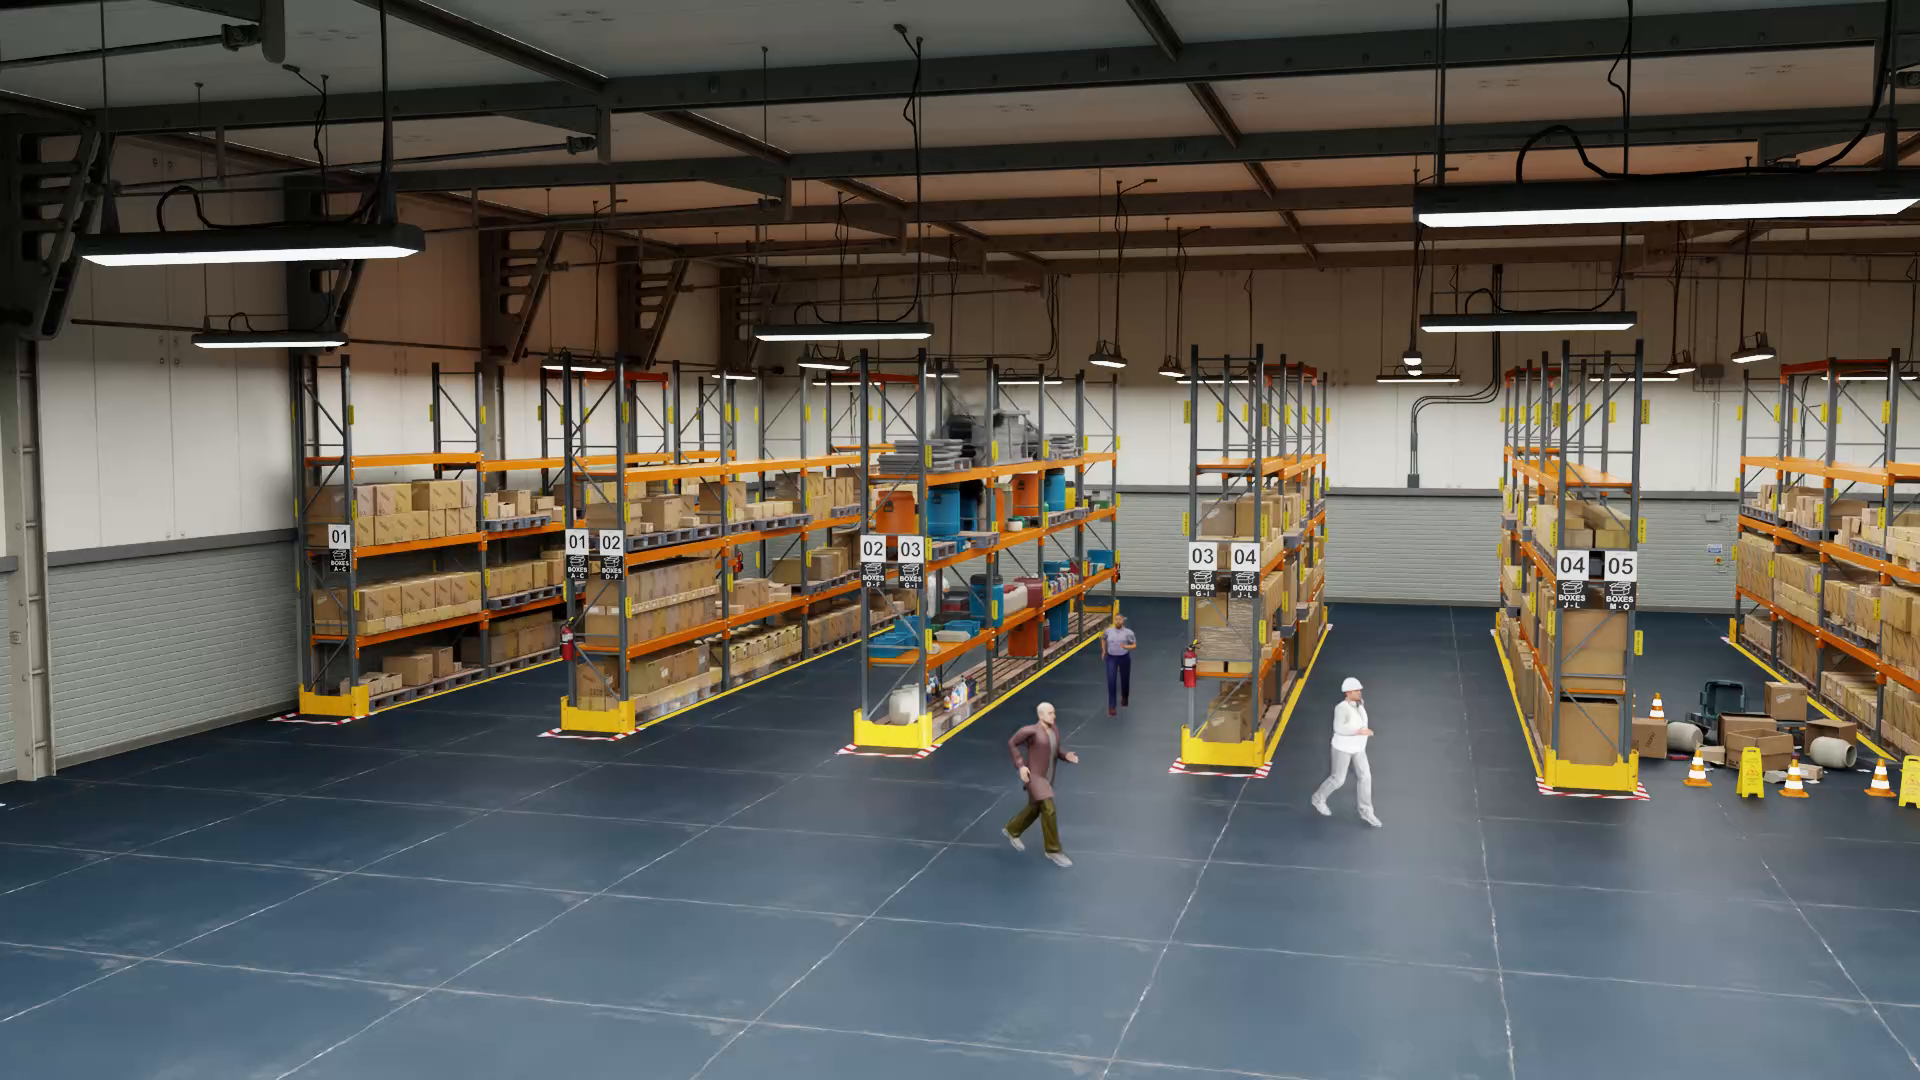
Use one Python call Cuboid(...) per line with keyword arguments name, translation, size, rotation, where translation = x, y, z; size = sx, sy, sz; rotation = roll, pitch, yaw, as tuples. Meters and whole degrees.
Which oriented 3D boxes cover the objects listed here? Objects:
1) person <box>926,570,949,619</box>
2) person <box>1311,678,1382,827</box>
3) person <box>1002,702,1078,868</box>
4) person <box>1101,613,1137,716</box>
Cuboid(name="person", translation=(-0.525, 1.392, 36.831), size=(0.602, 1.661, 0.939), rotation=(1, 4, 7))
Cuboid(name="person", translation=(4.757, 2.521, 20.422), size=(0.623, 1.686, 0.906), rotation=(-4, 6, -40))
Cuboid(name="person", translation=(0.867, 2.712, 18.727), size=(1.026, 1.804, 0.649), rotation=(3, 5, 36))
Cuboid(name="person", translation=(2.627, 2.028, 27.580), size=(0.607, 1.636, 0.941), rotation=(1, 4, 8))
